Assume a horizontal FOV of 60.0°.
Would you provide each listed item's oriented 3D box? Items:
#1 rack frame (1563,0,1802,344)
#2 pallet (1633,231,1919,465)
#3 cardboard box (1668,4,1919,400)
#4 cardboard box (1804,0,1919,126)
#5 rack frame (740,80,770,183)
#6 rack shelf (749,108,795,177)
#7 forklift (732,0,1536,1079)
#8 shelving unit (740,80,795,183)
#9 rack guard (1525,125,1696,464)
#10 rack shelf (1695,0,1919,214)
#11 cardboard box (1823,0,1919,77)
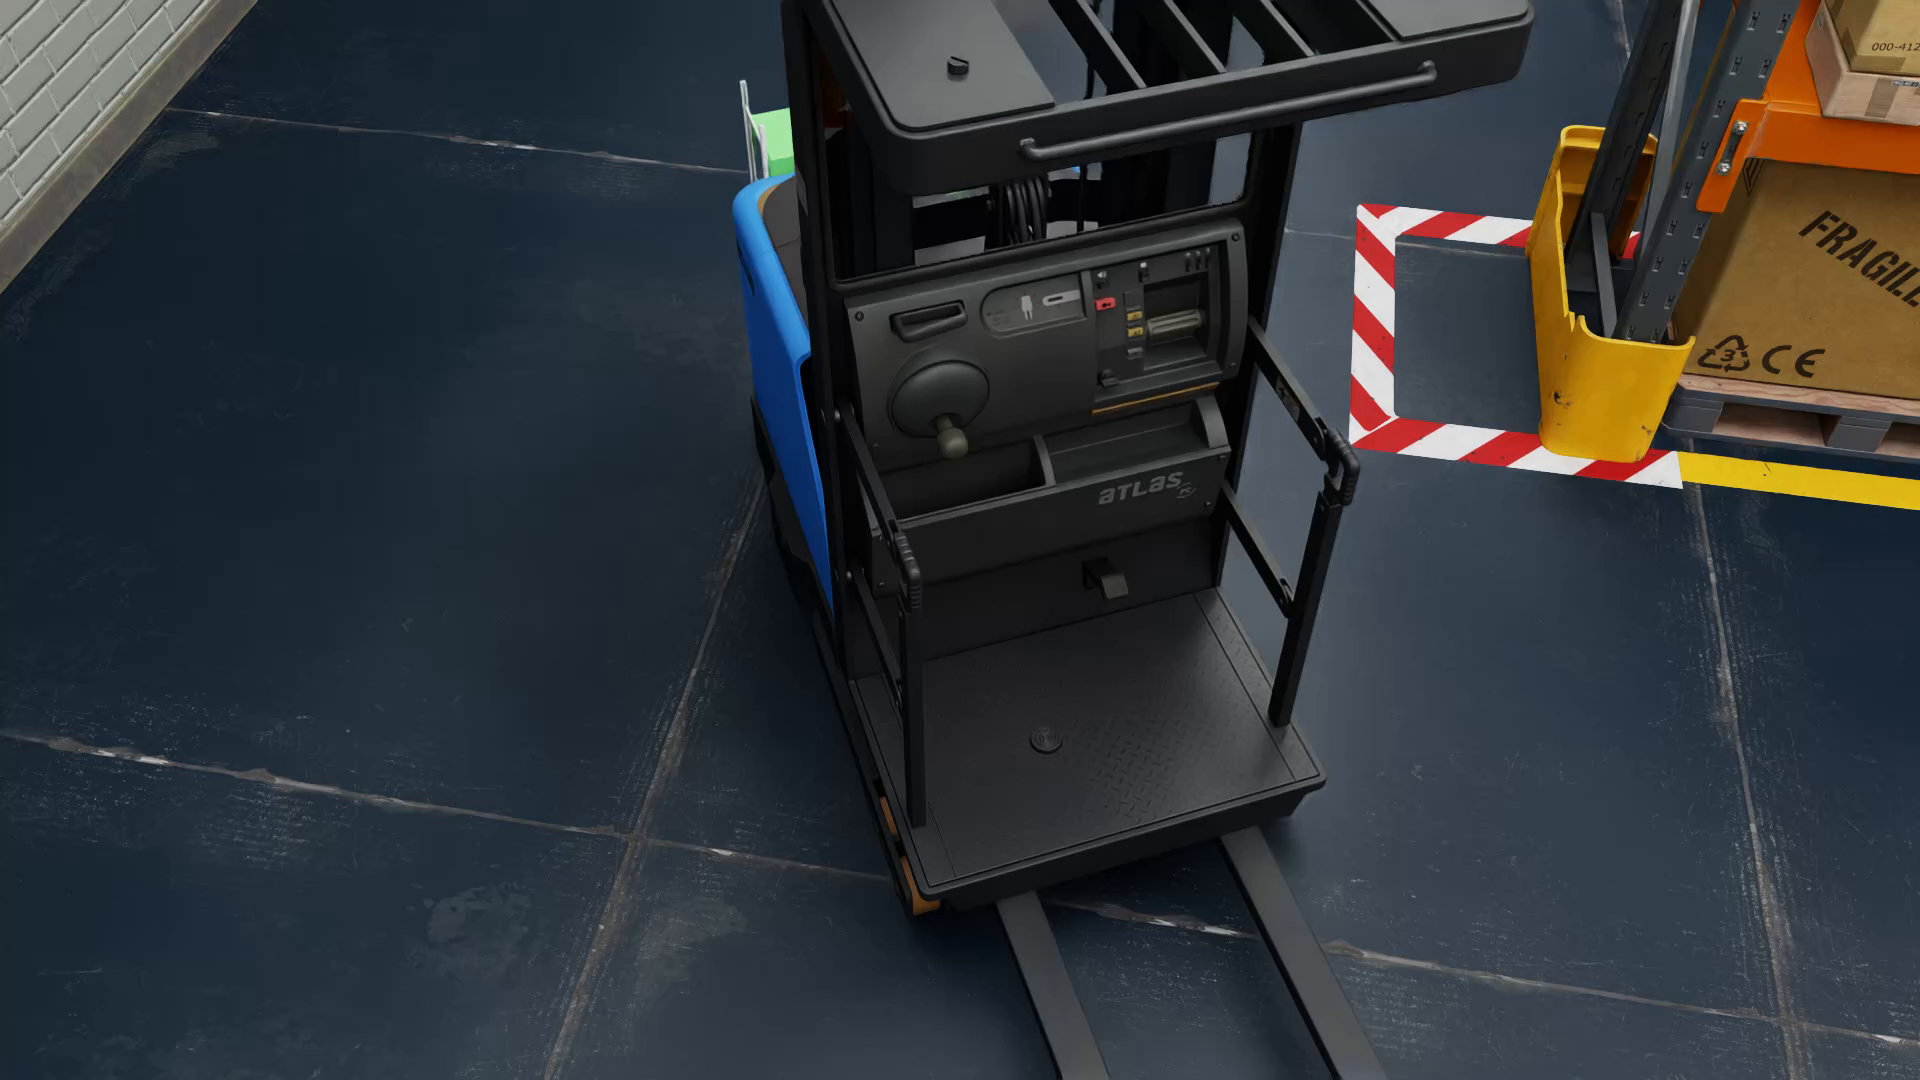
[{"bbox_3d":[2.221,-1.694,4.756,0.127,3.000,1.000,8,49,7],"label":"rack frame"},{"bbox_3d":[3.021,-0.714,5.749,1.213,0.211,1.003,8,49,7],"label":"pallet"},{"bbox_3d":[2.865,-1.098,5.366,0.875,0.875,0.875,8,49,7],"label":"cardboard box"},{"bbox_3d":[2.511,-1.322,4.590,0.250,0.149,0.380,8,49,7],"label":"cardboard box"},{"bbox_3d":[-0.595,-0.851,5.208,0.015,1.200,0.240,-14,50,-12],"label":"rack frame"},{"bbox_3d":[-0.364,-1.187,4.950,0.480,0.148,0.258,-14,50,-12],"label":"rack shelf"},{"bbox_3d":[0.278,-0.345,3.590,1.130,2.935,3.031,-14,49,-12],"label":"forklift"},{"bbox_3d":[-0.364,-0.909,5.260,0.503,1.200,0.258,-14,50,-12],"label":"shelving unit"},{"bbox_3d":[2.197,-0.862,5.688,0.348,0.500,1.175,8,49,7],"label":"rack guard"},{"bbox_3d":[4.189,-1.189,4.786,4.000,0.370,1.077,8,49,7],"label":"rack shelf"},{"bbox_3d":[2.645,-1.482,4.466,0.500,0.250,0.500,7,48,6],"label":"cardboard box"}]
